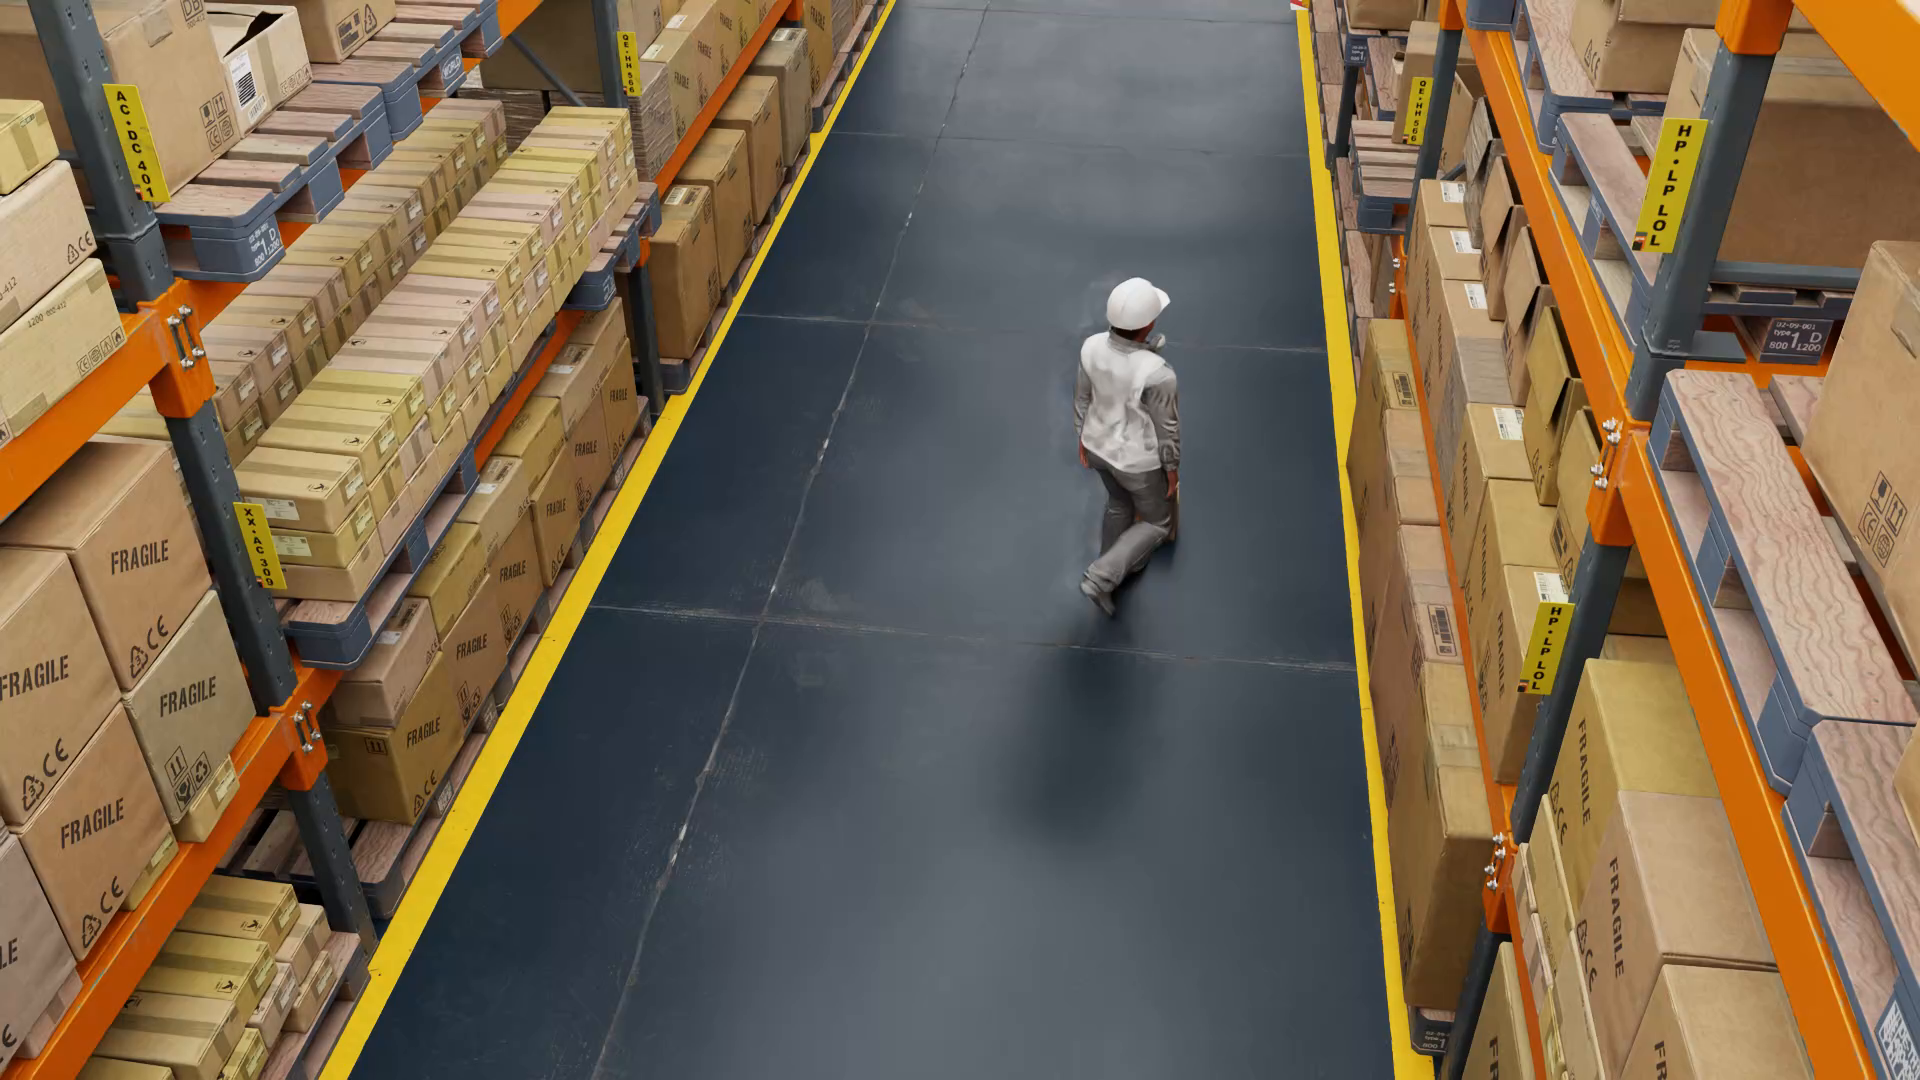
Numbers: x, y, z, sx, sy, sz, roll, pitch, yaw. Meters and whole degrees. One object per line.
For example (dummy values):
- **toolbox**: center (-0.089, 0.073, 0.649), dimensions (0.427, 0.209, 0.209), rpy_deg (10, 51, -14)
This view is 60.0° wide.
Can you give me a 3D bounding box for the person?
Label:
- **person**: center (0.769, -0.419, 7.582), dimensions (0.687, 1.746, 0.552), rpy_deg (-28, 44, -33)
